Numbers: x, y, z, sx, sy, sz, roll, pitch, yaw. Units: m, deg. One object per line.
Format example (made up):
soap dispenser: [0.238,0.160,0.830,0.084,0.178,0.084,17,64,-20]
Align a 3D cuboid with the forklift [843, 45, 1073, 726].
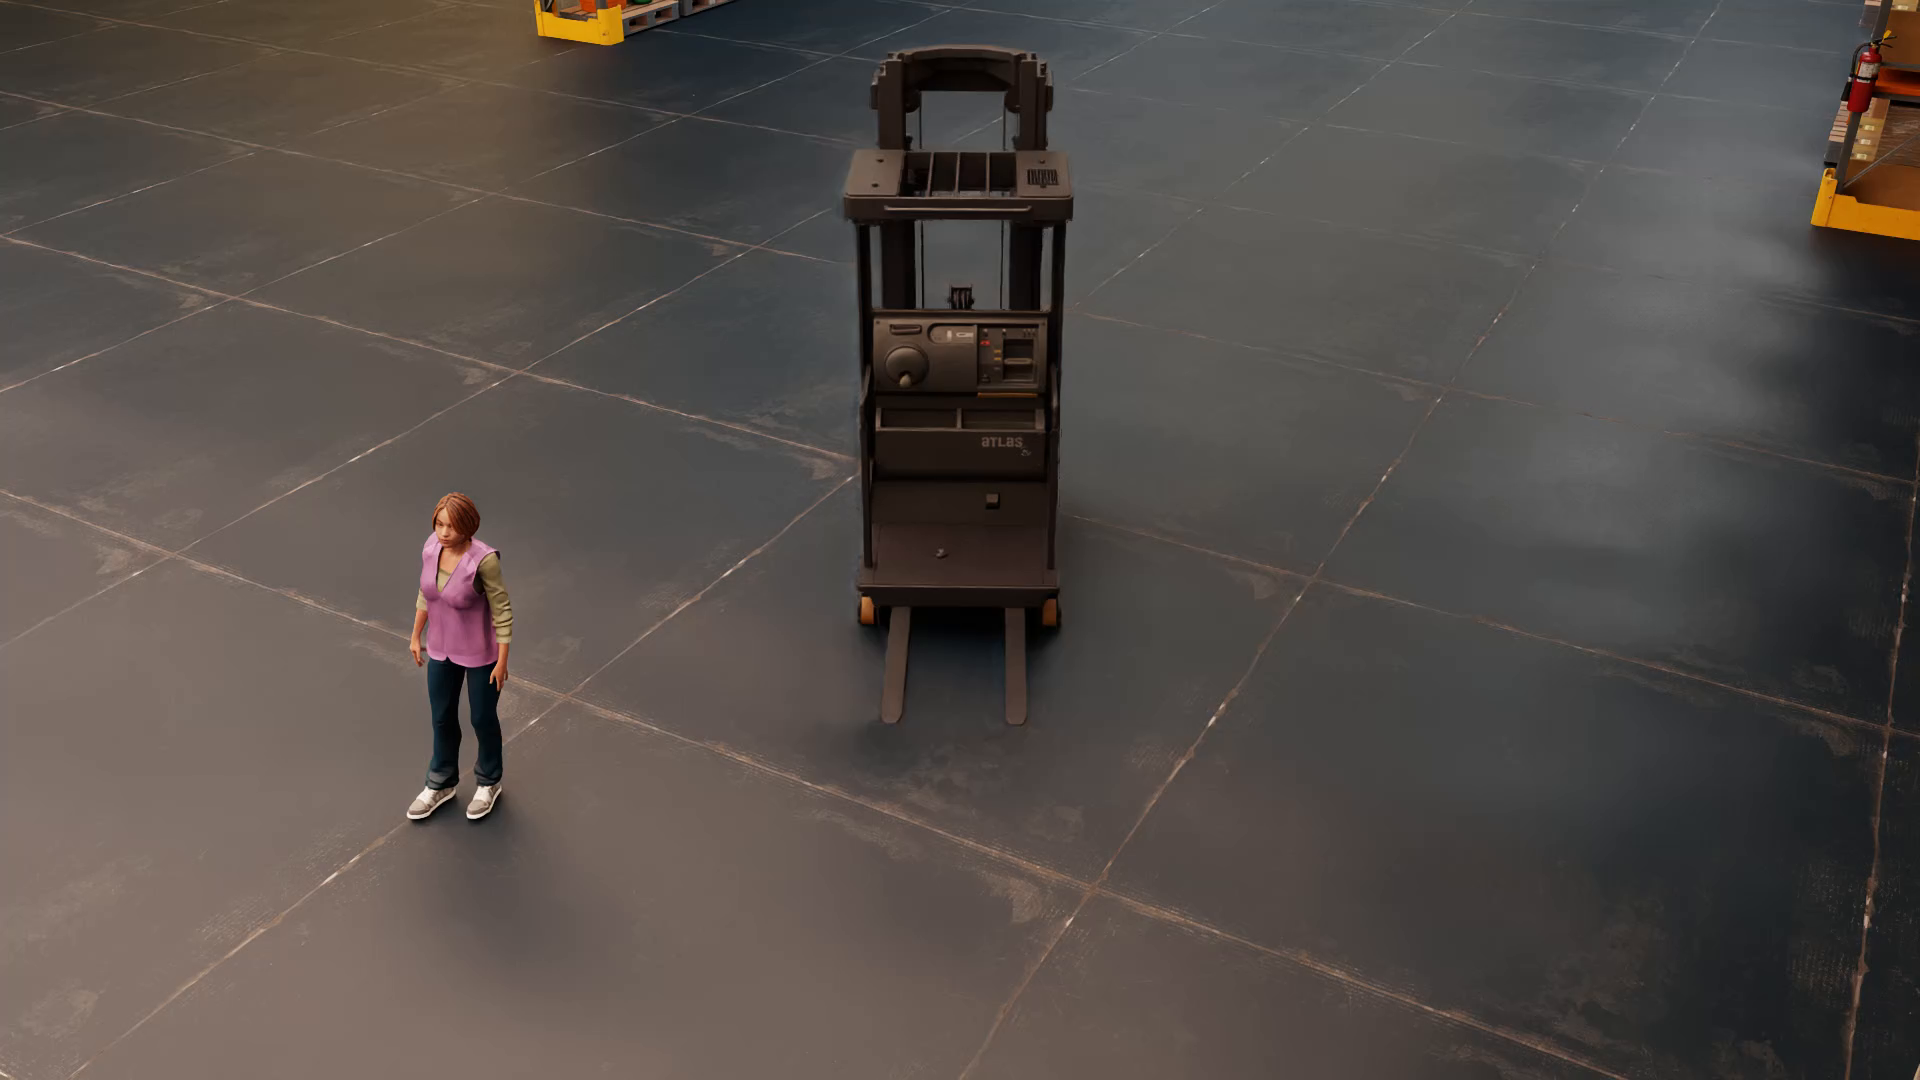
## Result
forklift: [0.000,-0.946,8.710,1.130,2.935,3.031,1,30,1]

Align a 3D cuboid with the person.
person: [-2.263,0.547,7.444,0.520,1.597,0.475,11,32,18]
